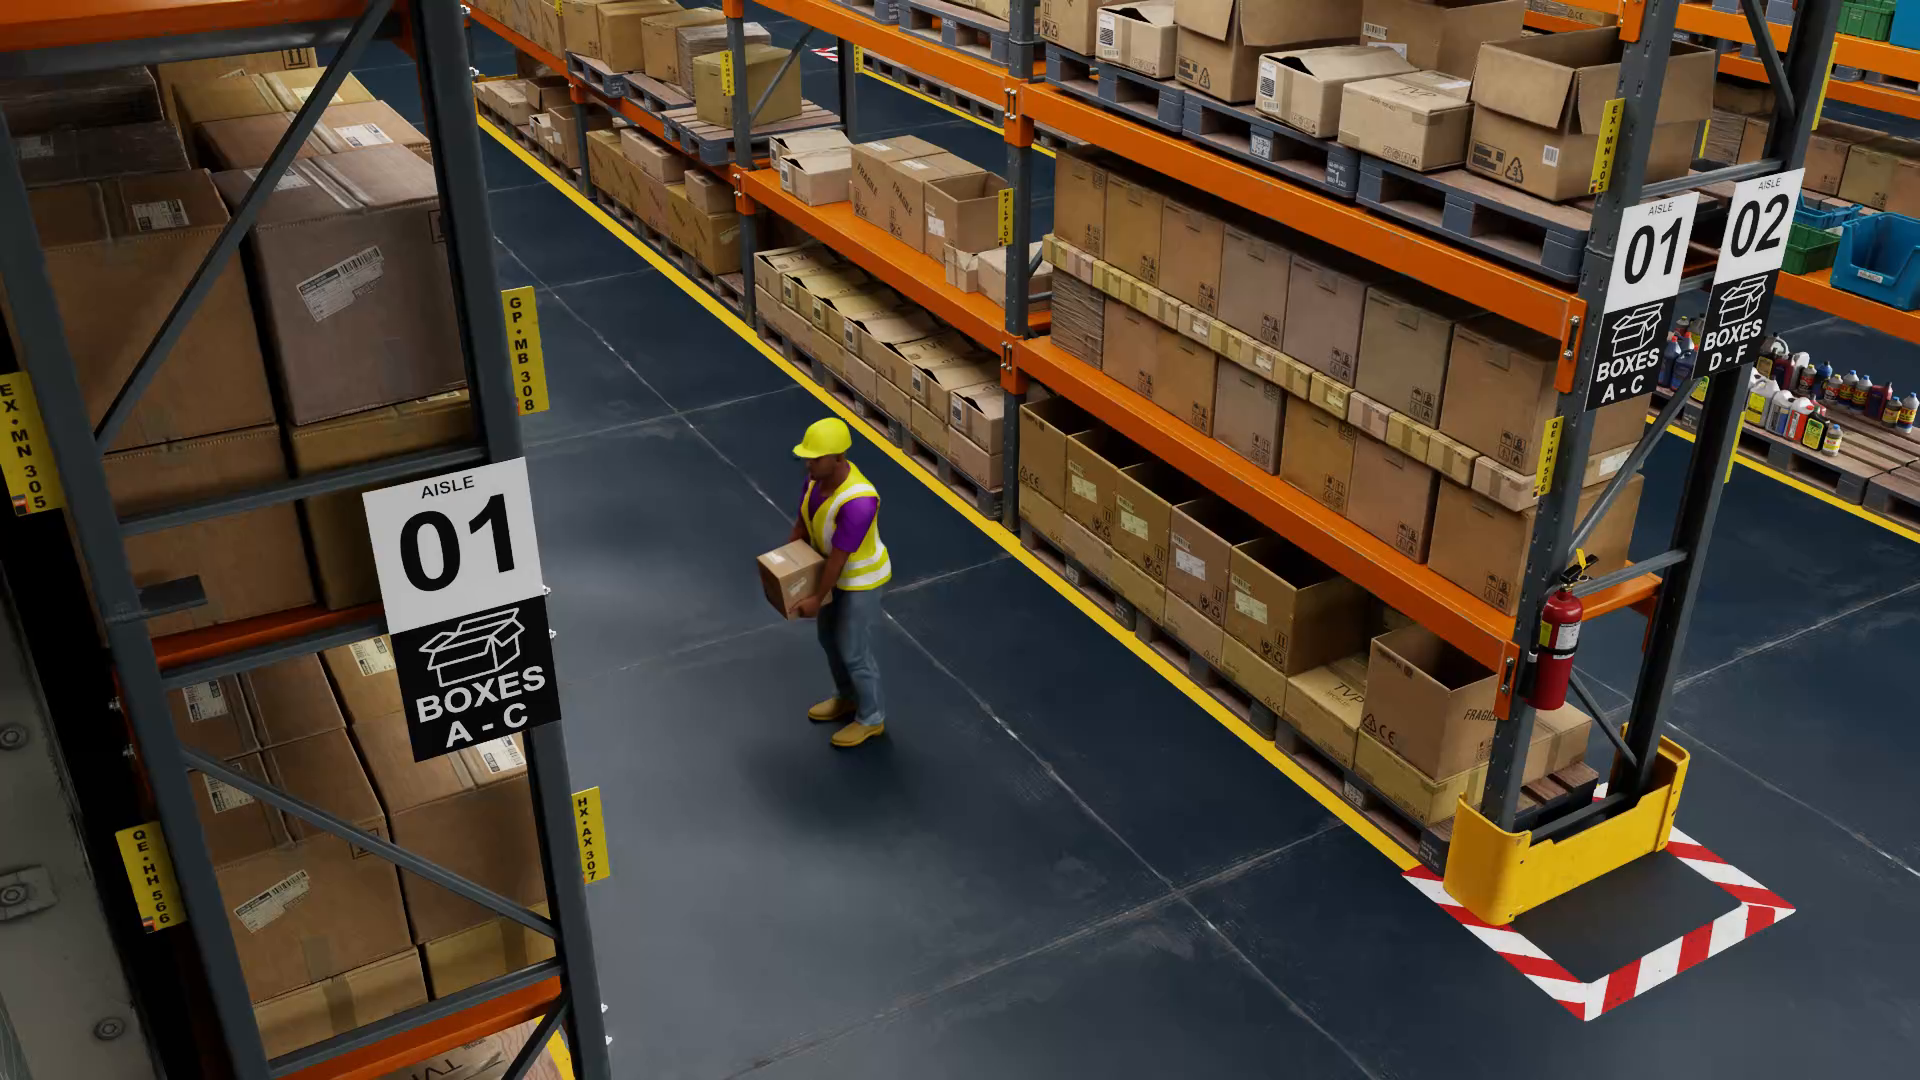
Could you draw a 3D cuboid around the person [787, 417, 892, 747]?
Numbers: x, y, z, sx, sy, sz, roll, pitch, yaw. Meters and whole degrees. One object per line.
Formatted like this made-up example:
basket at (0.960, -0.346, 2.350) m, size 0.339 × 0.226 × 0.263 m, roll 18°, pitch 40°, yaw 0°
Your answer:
person at (-0.636, 0.213, 8.166) m, size 0.586 × 1.752 × 0.503 m, roll -16°, pitch 33°, yaw -27°
